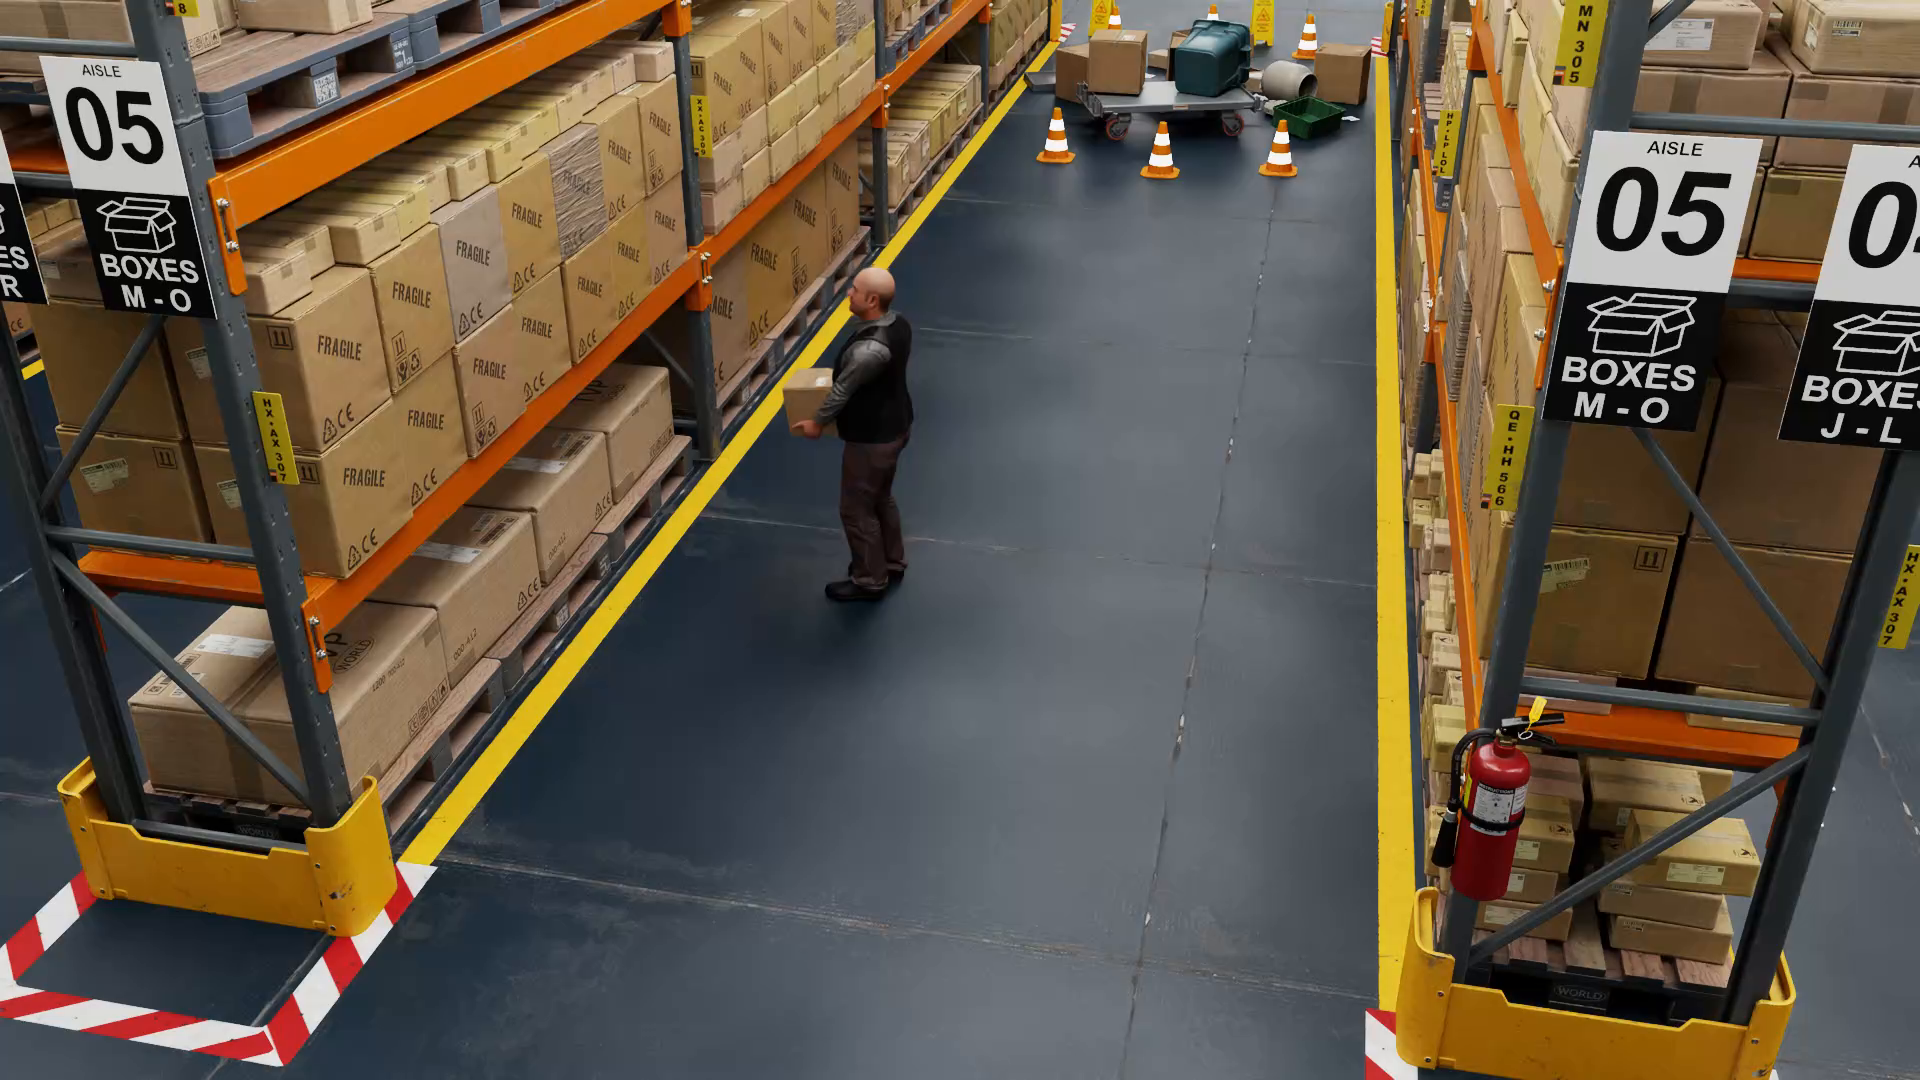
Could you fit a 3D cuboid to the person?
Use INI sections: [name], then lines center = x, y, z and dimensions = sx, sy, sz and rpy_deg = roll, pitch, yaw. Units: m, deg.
[person]
center = -0.516, -0.512, 8.094
dimensions = 0.555, 1.718, 0.495
rpy_deg = 6, 29, 11
